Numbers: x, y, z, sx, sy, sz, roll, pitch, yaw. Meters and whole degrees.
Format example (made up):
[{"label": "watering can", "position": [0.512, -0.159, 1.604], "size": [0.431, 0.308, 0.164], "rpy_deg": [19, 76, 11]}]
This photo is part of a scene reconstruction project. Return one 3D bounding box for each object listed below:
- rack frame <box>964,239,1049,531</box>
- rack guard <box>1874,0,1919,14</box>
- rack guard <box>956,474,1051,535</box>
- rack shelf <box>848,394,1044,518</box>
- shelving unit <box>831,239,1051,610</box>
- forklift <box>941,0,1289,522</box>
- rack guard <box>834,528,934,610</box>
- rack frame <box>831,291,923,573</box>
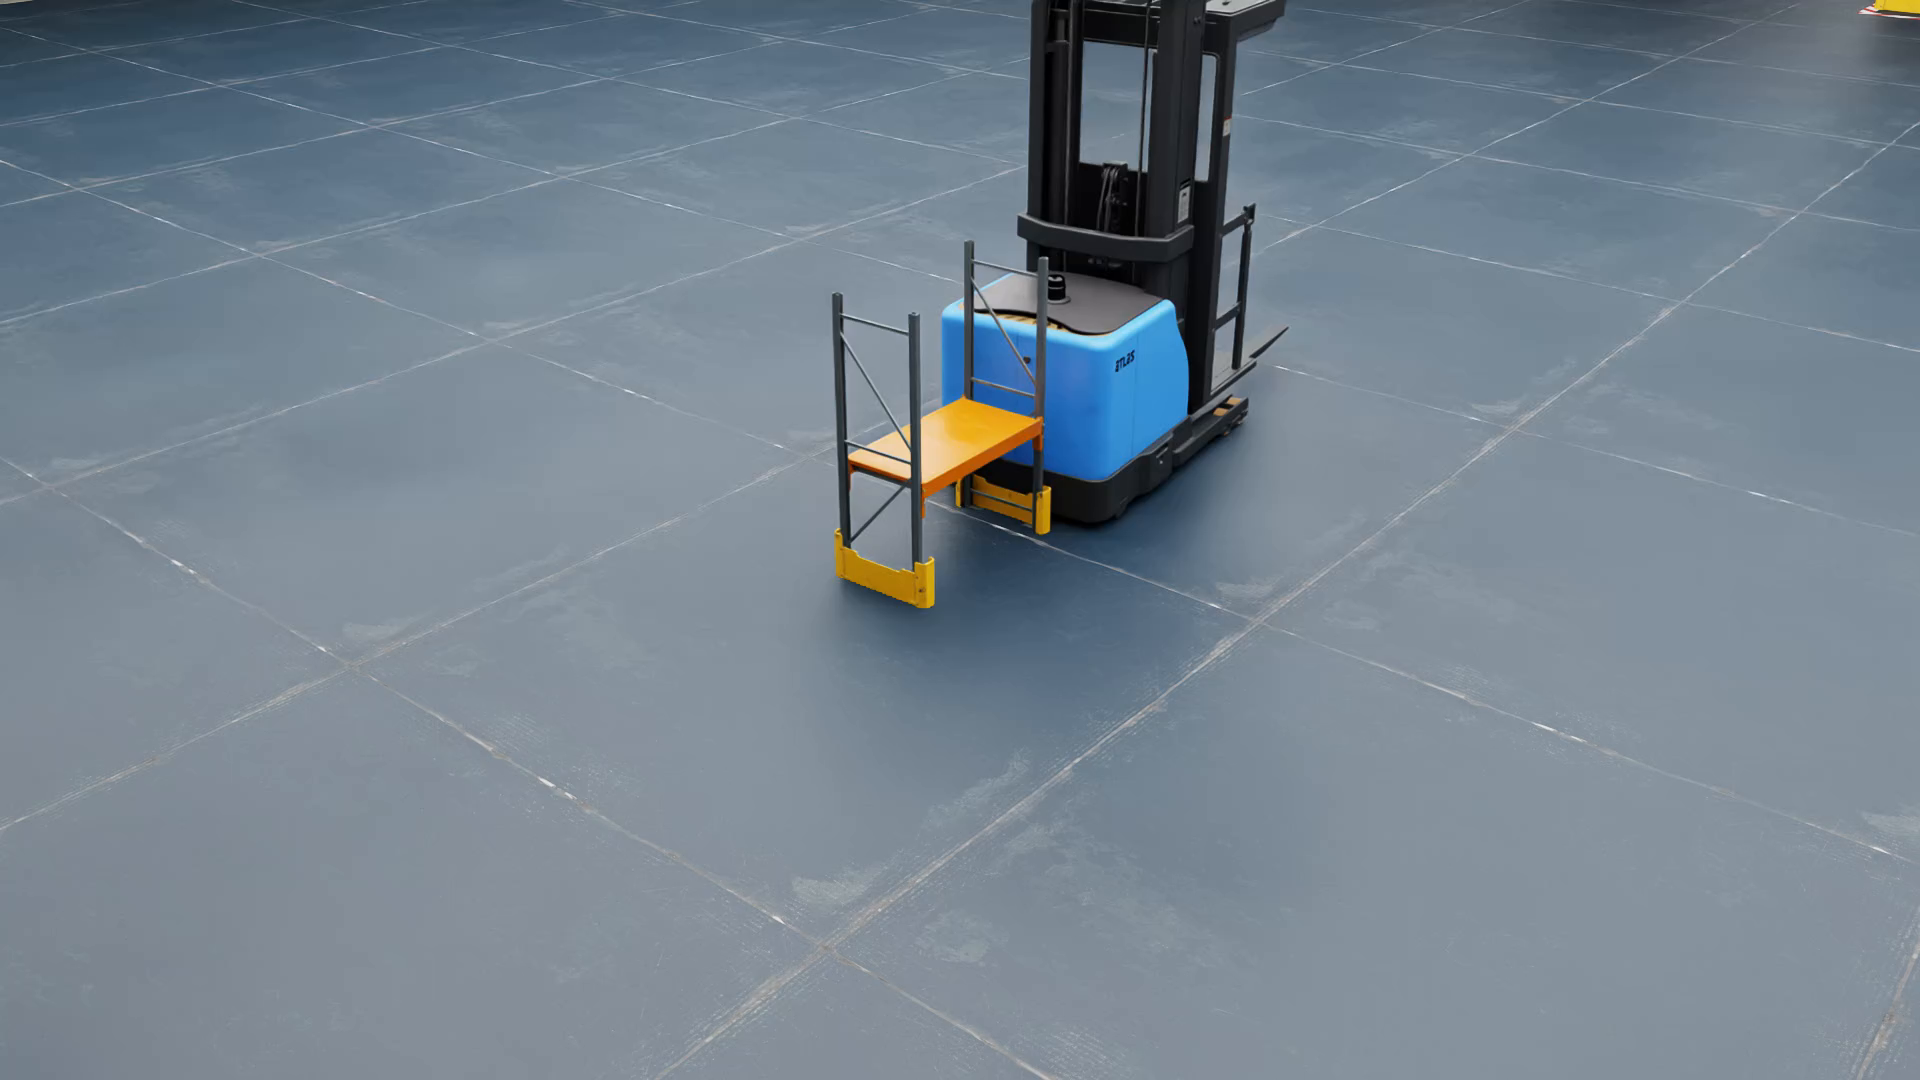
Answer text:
[{"label": "rack frame", "position": [0.228, -0.784, 8.633], "size": [0.500, 1.500, 0.032], "rpy_deg": [19, 33, 33]}, {"label": "rack guard", "position": [13.114, -7.418, 22.546], "size": [1.175, 0.500, 0.348], "rpy_deg": [21, 34, 34]}, {"label": "rack guard", "position": [0.227, -0.228, 8.919], "size": [0.587, 0.250, 0.087], "rpy_deg": [19, 33, 33]}, {"label": "rack shelf", "position": [-0.080, -0.438, 8.356], "size": [0.538, 0.185, 1.000], "rpy_deg": [19, 33, 33]}, {"label": "shelving unit", "position": [-0.074, -0.601, 8.280], "size": [0.587, 1.500, 1.083], "rpy_deg": [19, 33, 33]}, {"label": "forklift", "position": [1.095, -2.028, 9.480], "size": [1.130, 2.935, 3.031], "rpy_deg": [16, 31, 28]}, {"label": "rack guard", "position": [-0.376, 0.136, 8.215], "size": [0.587, 0.250, 0.087], "rpy_deg": [19, 33, 33]}, {"label": "rack frame", "position": [-0.388, -0.412, 7.914], "size": [0.500, 1.500, 0.032], "rpy_deg": [19, 33, 33]}]
